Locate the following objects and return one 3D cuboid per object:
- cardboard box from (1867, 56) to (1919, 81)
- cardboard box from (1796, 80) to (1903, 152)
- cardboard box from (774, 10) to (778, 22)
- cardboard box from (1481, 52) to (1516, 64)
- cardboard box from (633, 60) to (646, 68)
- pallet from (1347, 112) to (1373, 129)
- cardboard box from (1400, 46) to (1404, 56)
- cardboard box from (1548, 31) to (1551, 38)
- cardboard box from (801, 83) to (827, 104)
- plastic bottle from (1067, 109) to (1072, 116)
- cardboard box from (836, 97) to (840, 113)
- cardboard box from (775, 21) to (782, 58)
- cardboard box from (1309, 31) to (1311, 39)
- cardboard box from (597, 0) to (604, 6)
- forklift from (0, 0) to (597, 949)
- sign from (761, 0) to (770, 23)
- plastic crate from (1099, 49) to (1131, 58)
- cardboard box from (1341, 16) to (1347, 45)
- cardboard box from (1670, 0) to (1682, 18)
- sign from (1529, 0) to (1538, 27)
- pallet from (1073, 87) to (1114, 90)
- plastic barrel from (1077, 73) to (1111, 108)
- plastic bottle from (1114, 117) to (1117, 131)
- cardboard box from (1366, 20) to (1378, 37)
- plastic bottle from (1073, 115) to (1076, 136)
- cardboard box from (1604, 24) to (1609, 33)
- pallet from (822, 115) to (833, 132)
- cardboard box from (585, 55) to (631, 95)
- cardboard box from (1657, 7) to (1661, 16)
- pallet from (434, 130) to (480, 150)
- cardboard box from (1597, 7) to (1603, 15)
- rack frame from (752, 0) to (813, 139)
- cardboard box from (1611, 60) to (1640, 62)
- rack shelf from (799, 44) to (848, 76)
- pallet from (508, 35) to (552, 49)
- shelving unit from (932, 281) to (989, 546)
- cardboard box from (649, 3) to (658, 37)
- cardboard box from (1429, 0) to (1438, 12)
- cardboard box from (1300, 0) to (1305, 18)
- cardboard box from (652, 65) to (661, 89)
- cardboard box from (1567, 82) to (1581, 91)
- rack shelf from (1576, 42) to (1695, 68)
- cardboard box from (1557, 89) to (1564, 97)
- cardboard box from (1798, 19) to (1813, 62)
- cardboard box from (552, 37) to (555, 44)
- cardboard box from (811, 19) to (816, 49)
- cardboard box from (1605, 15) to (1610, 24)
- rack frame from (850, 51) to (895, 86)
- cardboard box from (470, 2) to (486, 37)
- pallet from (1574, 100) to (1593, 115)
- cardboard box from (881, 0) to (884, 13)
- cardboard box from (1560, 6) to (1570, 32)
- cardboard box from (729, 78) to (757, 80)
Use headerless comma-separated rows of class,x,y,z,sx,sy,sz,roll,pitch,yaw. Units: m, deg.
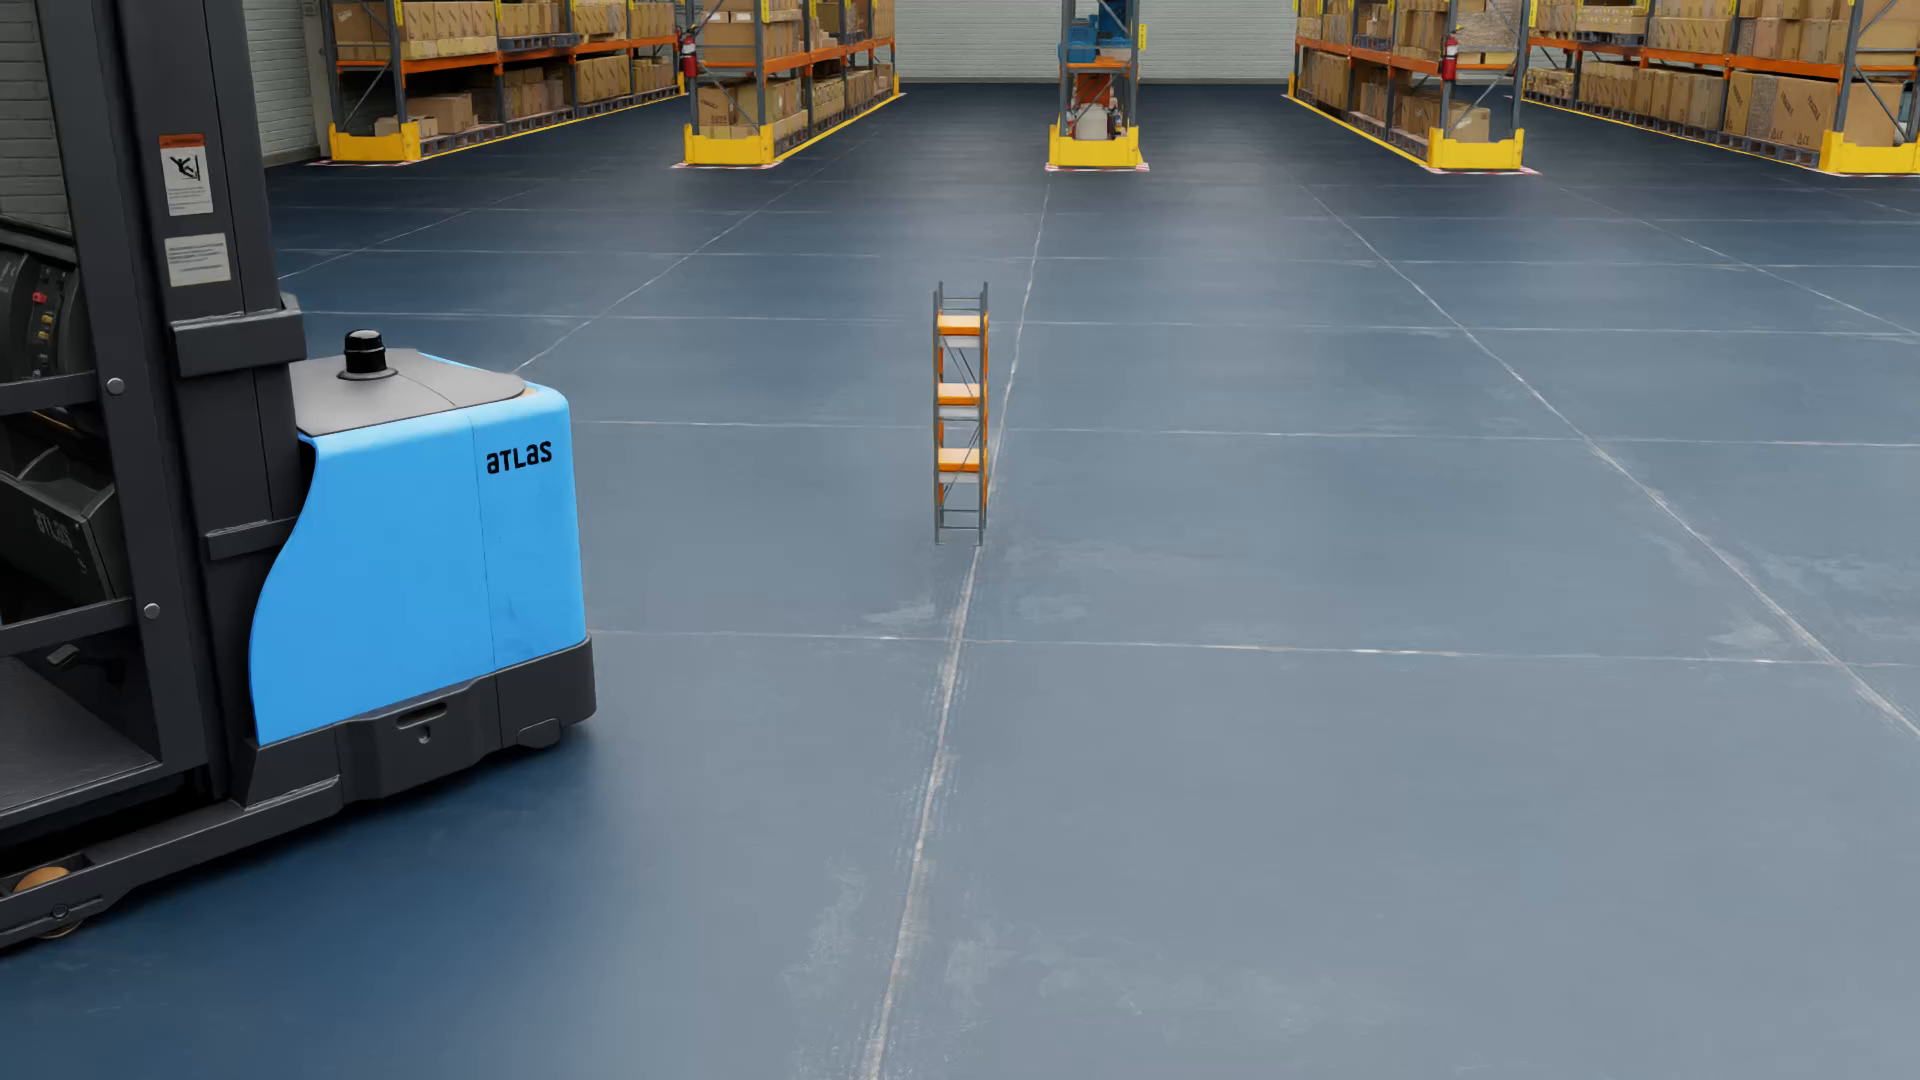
cardboard box,17.488,-8.544,30.918,0.875,0.875,0.875,2,18,6
cardboard box,11.688,-5.583,21.882,0.875,0.875,0.875,1,18,4
cardboard box,-2.782,-7.418,23.543,0.380,0.149,0.250,1,18,3
cardboard box,7.023,-6.287,21.696,0.380,0.149,0.250,1,18,4
cardboard box,-6.834,-10.034,35.027,0.380,0.149,0.250,2,18,6
pallet,7.281,-7.240,28.680,1.003,0.211,1.213,1,18,4
cardboard box,6.715,-7.231,24.576,0.380,0.149,0.250,1,18,4
cardboard box,12.480,-10.532,34.652,0.380,0.149,0.250,1,18,3
cardboard box,-2.474,-7.386,27.488,0.500,0.311,0.500,1,18,2
plastic bottle,1.582,-6.137,24.381,0.144,0.351,0.185,2,18,6
cardboard box,-2.370,-7.594,29.023,0.500,0.250,0.500,1,18,3
cardboard box,-2.961,-7.219,23.975,0.700,0.500,0.500,2,18,6
cardboard box,7.412,-10.432,34.346,0.380,0.149,0.250,1,18,3
cardboard box,-7.093,-10.311,31.697,0.500,0.250,0.500,1,18,3
forklift,-2.492,-0.571,3.957,1.130,2.935,3.031,16,24,41
sign,-2.562,-6.980,21.891,0.100,0.325,0.005,1,18,4
plastic crate,2.248,-7.041,24.017,0.530,0.136,0.437,1,18,4
cardboard box,7.168,-9.169,29.927,0.500,0.500,0.500,1,18,3
cardboard box,12.201,-8.892,27.477,0.700,0.500,0.500,1,18,3
sign,7.306,-6.723,21.232,0.100,0.325,0.005,1,18,4
pallet,2.874,-9.823,36.561,1.003,0.211,1.213,1,18,4
plastic barrel,2.416,-8.239,30.061,0.600,0.830,0.708,1,18,4
plastic bottle,2.297,-6.040,24.214,0.097,0.271,0.097,0,18,0
cardboard box,6.989,-8.421,27.371,0.500,0.250,0.500,1,18,2
plastic bottle,1.671,-6.008,24.096,0.061,0.283,0.133,1,18,4
cardboard box,11.953,-9.308,30.240,0.380,0.149,0.250,2,18,6
pallet,-2.730,-7.072,28.168,1.003,0.211,1.213,1,18,4
cardboard box,-7.113,-9.355,33.434,0.750,0.750,0.750,1,18,5
cardboard box,12.543,-9.327,29.345,0.380,0.149,0.250,1,18,4
pallet,-7.868,-5.983,24.843,1.003,0.211,1.213,1,18,4
cardboard box,11.987,-9.757,30.657,0.380,0.149,0.250,2,18,6
rack frame,-2.829,-7.788,25.873,1.000,3.000,0.127,1,18,4
cardboard box,12.764,-9.039,31.828,0.500,0.250,0.500,1,18,2
rack shelf,-2.685,-8.067,27.881,1.077,0.370,4.000,1,18,4
pallet,-7.584,-8.433,28.149,1.003,0.211,1.213,1,18,4
shelving unit,0.004,-0.516,6.810,0.215,1.050,0.252,1,18,4
cardboard box,-7.041,-11.145,35.638,0.980,0.700,0.700,0,18,1
cardboard box,6.588,-7.319,22.198,0.500,0.500,0.500,1,18,4
cardboard box,7.572,-11.421,35.519,0.500,0.500,0.500,1,18,3
cardboard box,-6.931,-10.105,36.284,0.700,0.500,0.500,1,18,2
cardboard box,12.271,-8.999,32.996,0.380,0.149,0.250,2,18,5
rack shelf,12.422,-8.945,30.560,1.077,0.370,4.000,1,18,4
cardboard box,12.310,-9.045,33.613,0.380,0.149,0.250,1,18,2
cardboard box,11.869,-6.711,22.346,0.875,0.550,0.550,1,18,4
cardboard box,-7.229,-9.127,30.331,0.380,0.149,0.250,1,18,3
cardboard box,-2.684,-8.393,27.558,0.500,0.500,0.500,1,18,4
cardboard box,11.950,-9.452,30.202,0.380,0.149,0.250,2,18,5
rack frame,-1.969,-11.515,37.247,1.000,3.000,0.127,1,18,4
cardboard box,-7.525,-7.883,25.168,0.500,0.500,0.500,1,18,4
pallet,12.511,-8.341,32.040,1.003,0.211,1.213,1,18,4
cardboard box,-1.867,-11.255,34.688,0.500,0.500,0.500,1,18,2
cardboard box,12.357,-10.415,33.252,0.500,0.500,0.500,1,18,2
cardboard box,-3.202,-6.745,25.226,0.500,0.500,0.500,1,18,4
